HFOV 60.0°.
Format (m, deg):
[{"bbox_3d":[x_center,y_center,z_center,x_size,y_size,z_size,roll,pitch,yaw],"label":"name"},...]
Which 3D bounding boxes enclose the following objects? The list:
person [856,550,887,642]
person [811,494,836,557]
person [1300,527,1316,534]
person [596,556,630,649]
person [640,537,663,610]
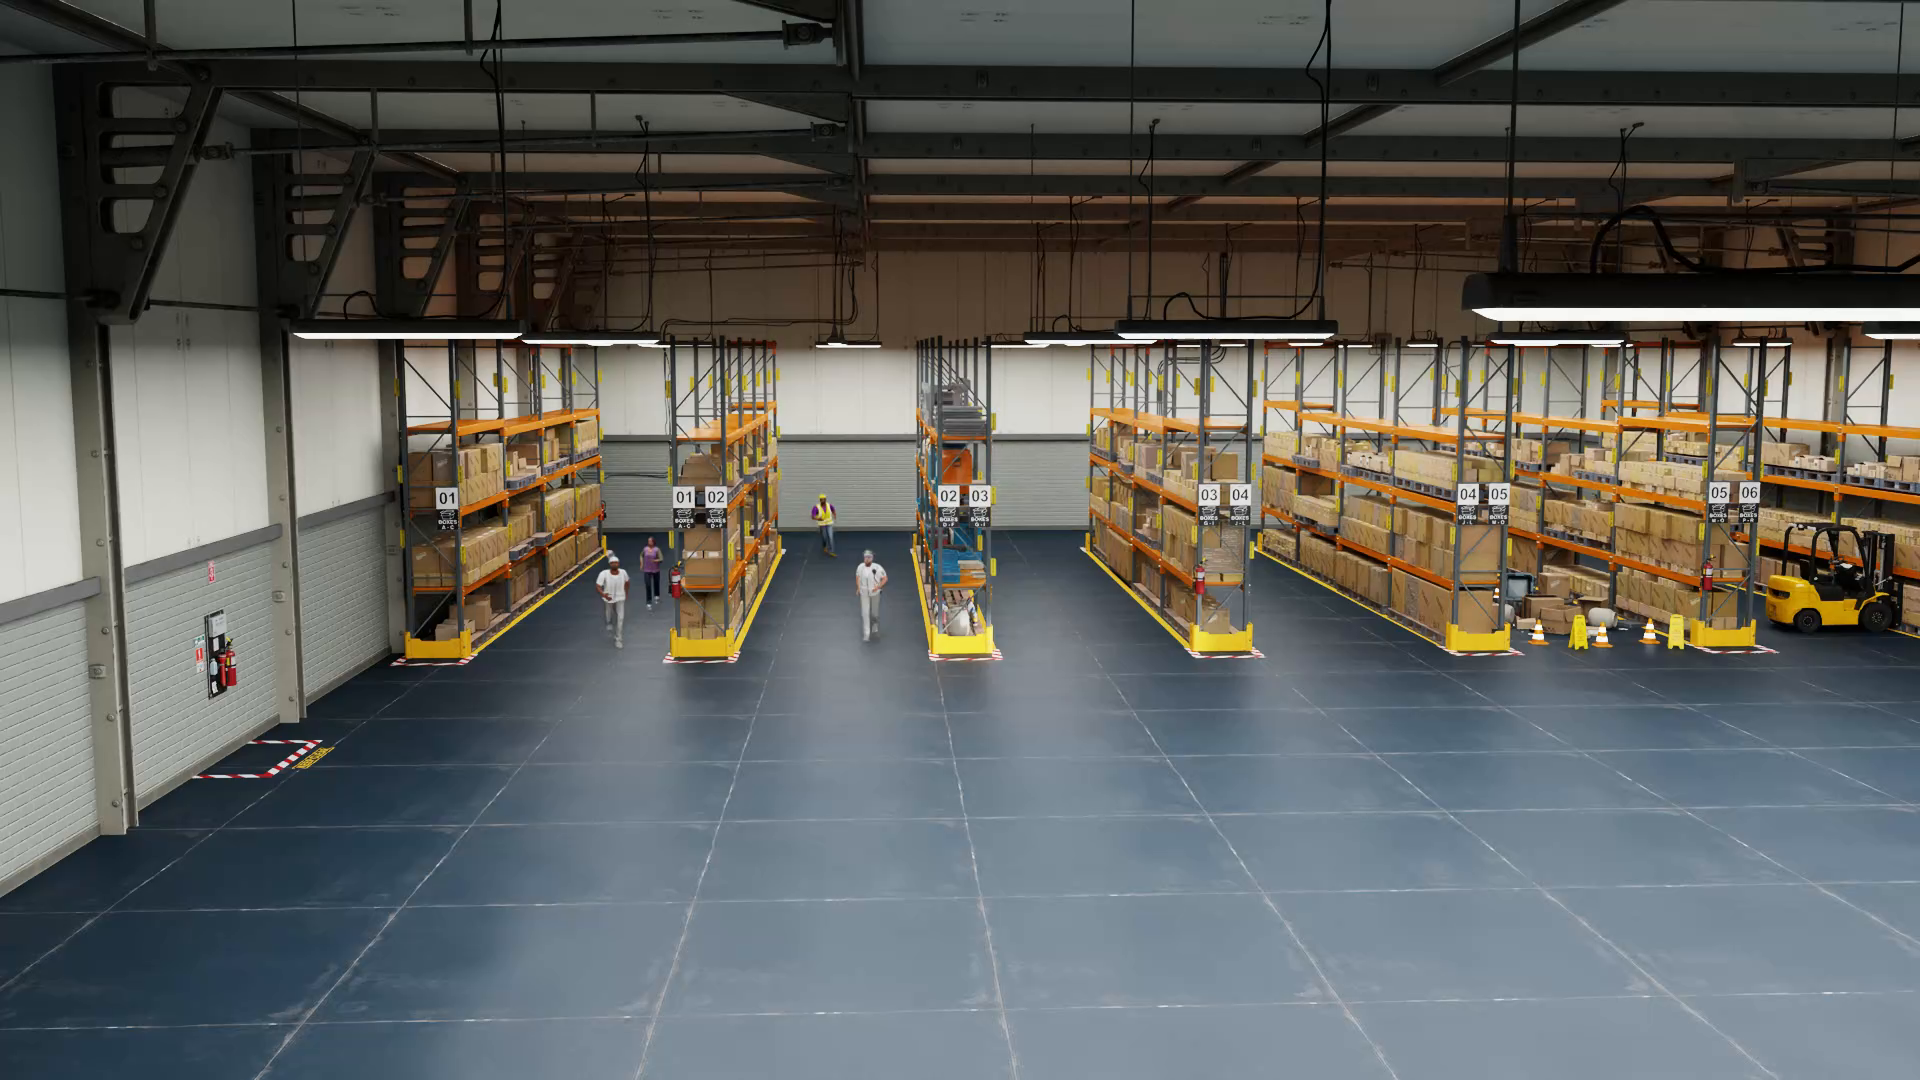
[{"bbox_3d":[-1.769,1.087,33.148,0.660,1.817,0.821,1,7,7],"label":"person"},{"bbox_3d":[-3.797,-0.419,46.478,0.741,1.730,0.913,-2,7,-18],"label":"person"},{"bbox_3d":[10.366,-0.739,49.231,0.816,1.779,0.646,0,7,4],"label":"person"},{"bbox_3d":[-6.776,1.189,32.502,0.672,1.757,1.091,-2,7,-16],"label":"person"},{"bbox_3d":[-6.863,0.711,37.004,0.537,1.585,0.881,-1,7,-5],"label":"person"}]
